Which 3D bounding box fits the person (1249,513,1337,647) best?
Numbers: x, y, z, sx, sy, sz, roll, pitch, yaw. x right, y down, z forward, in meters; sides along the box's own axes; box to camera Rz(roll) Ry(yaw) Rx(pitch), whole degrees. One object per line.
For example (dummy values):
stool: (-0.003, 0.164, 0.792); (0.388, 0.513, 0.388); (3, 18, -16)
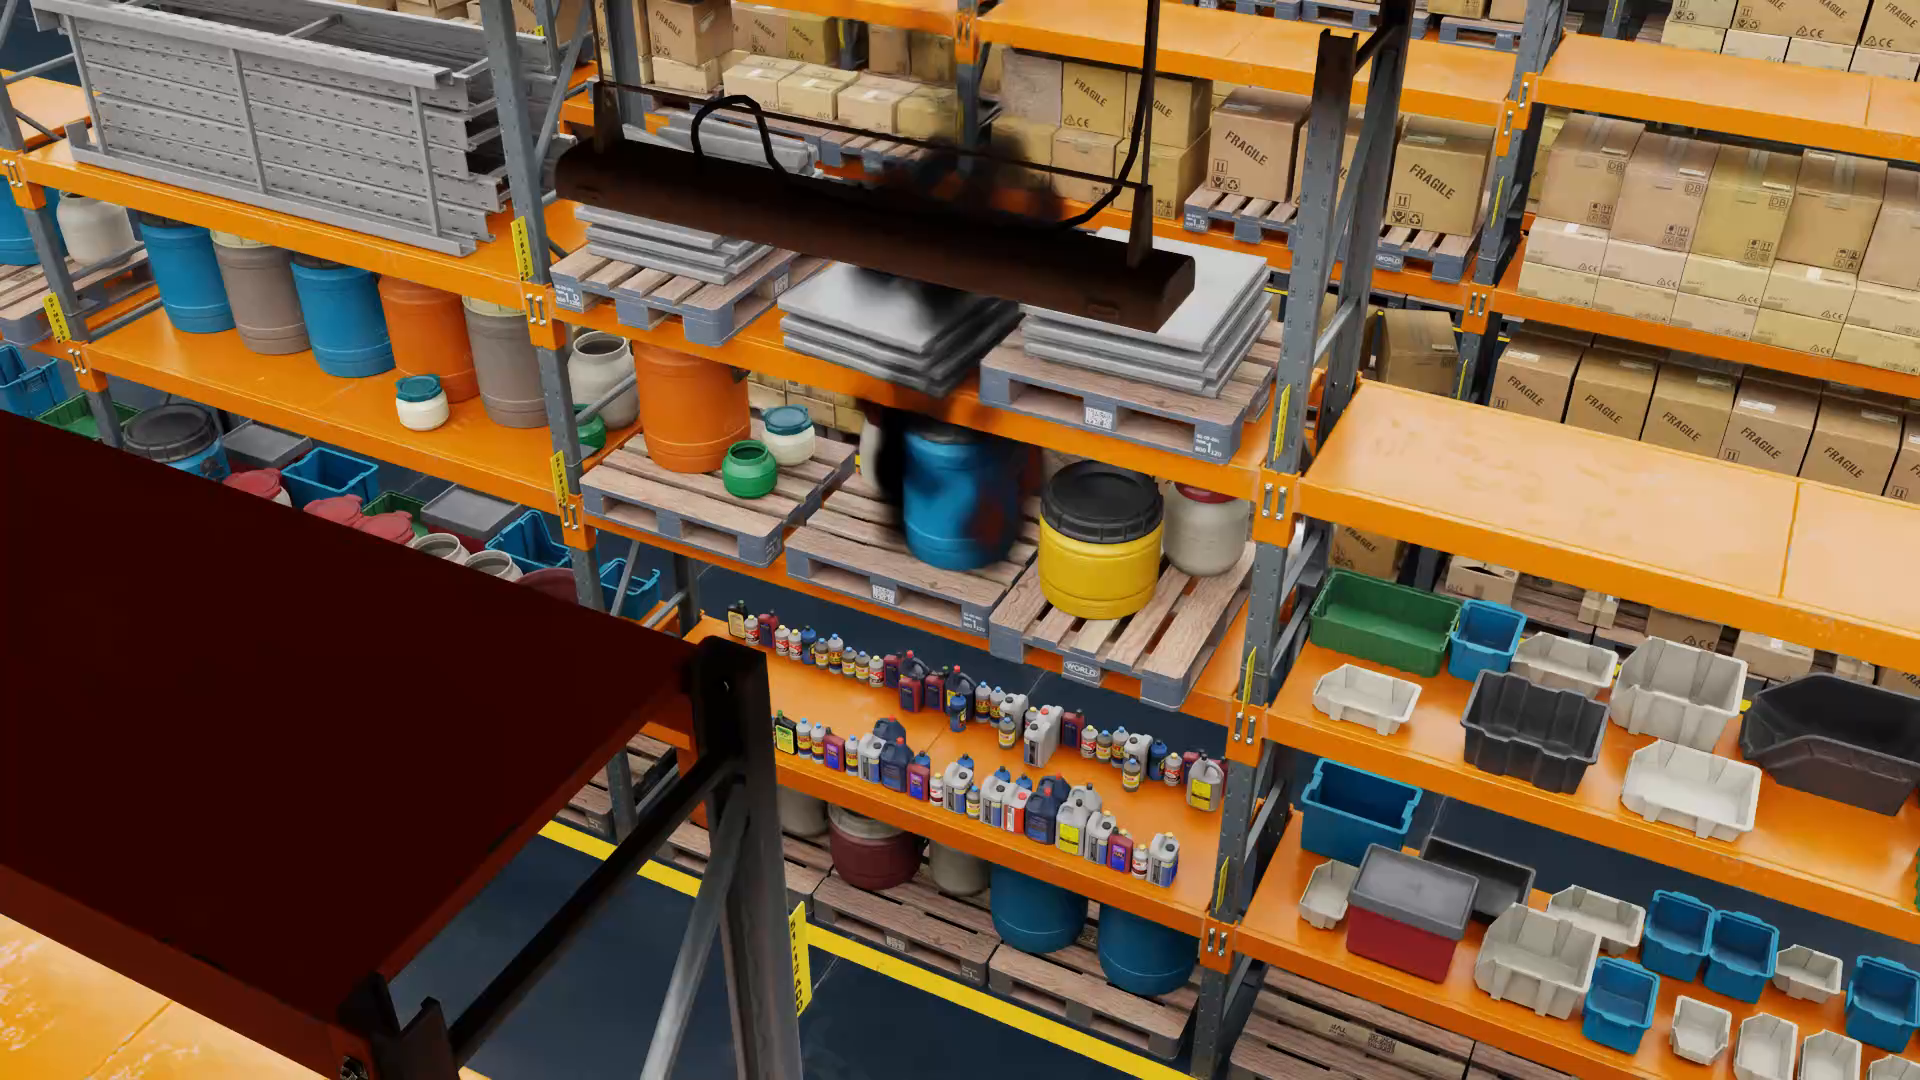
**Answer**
person: (2.220, 0.356, 11.339); (0.743, 1.873, 0.628); (7, 36, 10)
